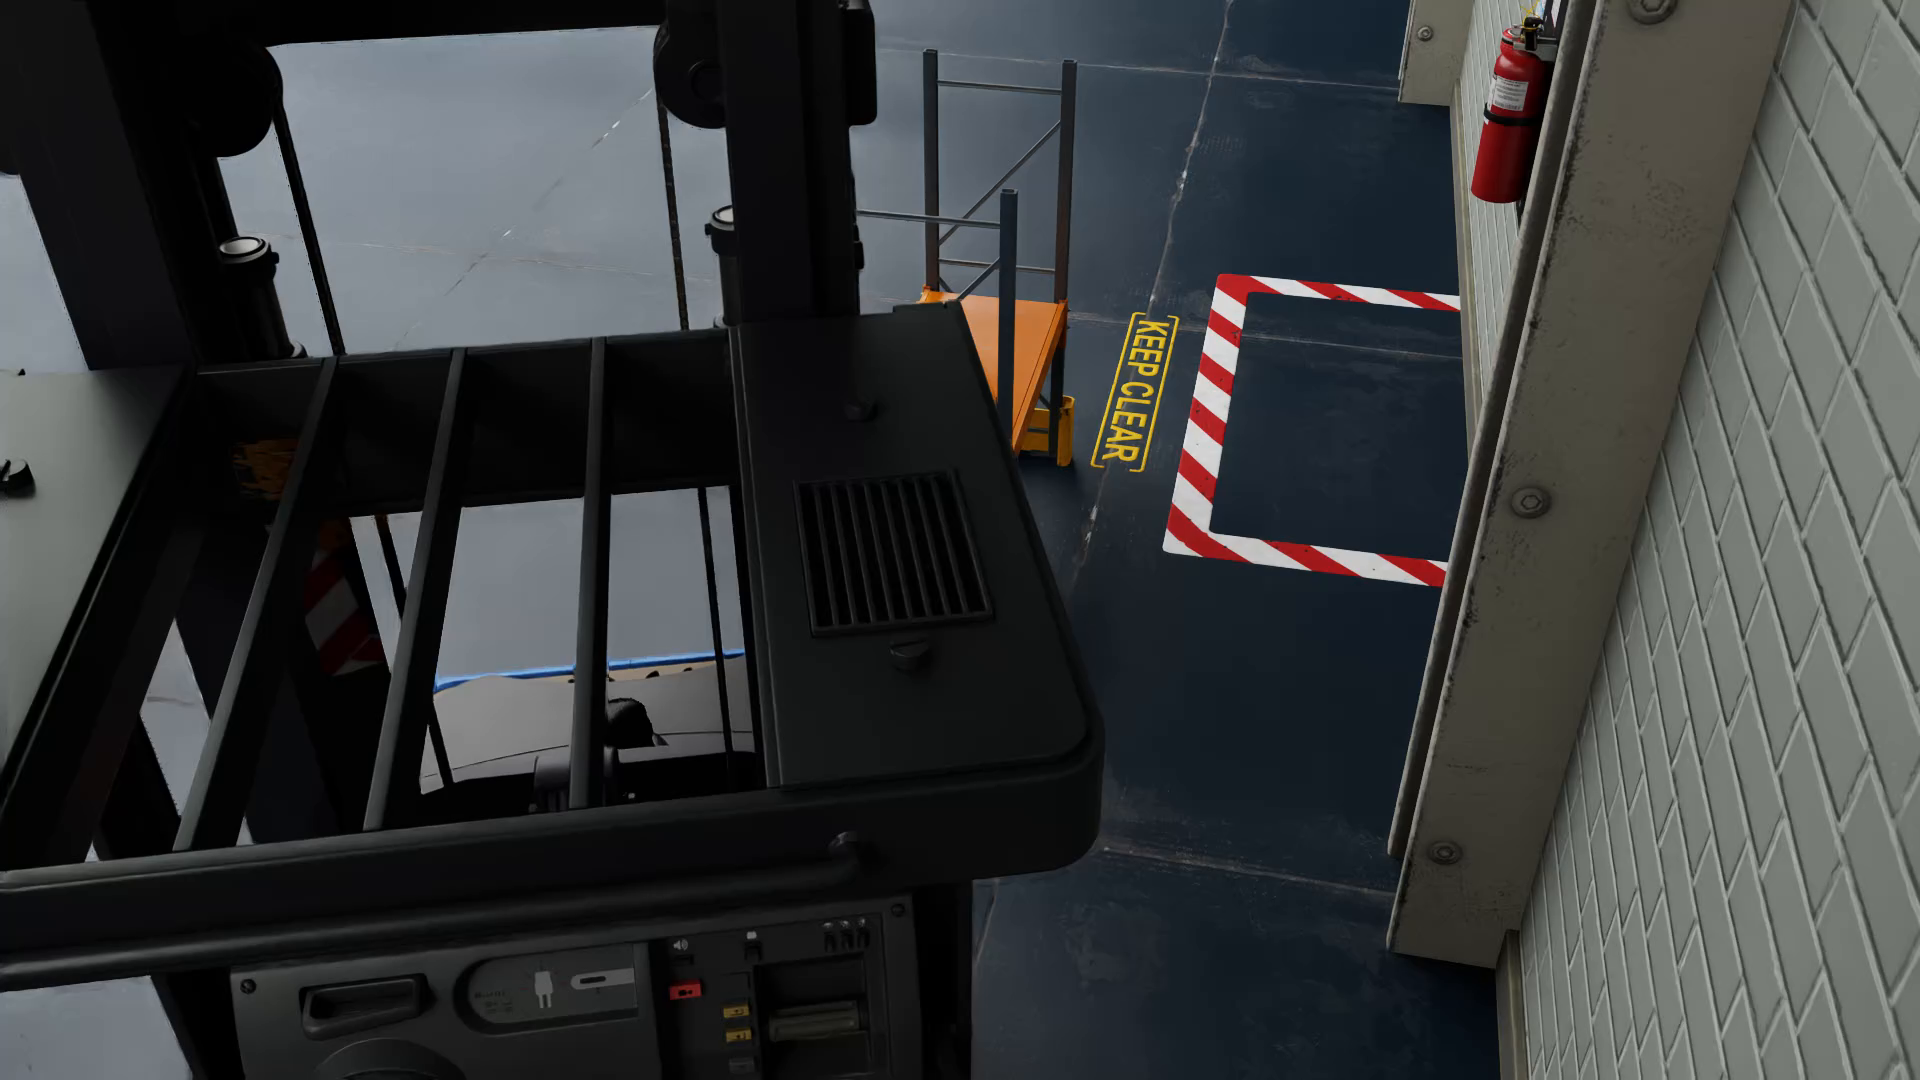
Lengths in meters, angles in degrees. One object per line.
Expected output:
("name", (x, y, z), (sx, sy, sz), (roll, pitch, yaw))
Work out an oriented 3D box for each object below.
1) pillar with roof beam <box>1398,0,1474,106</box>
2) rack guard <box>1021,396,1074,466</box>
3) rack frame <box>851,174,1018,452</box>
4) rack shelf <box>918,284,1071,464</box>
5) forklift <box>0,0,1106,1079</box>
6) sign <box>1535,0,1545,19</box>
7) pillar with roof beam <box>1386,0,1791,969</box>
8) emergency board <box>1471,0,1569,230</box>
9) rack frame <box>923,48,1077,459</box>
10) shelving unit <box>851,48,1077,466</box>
("pillar with roof beam", (-1.630, -6.658, 7.269), (9.100, 9.000, 0.400), (7, 37, 10))
("rack guard", (0.123, -0.430, 6.131), (0.587, 0.250, 0.087), (7, 37, 10))
("rack frame", (-0.090, -0.365, 4.975), (0.500, 1.500, 0.032), (7, 37, 10))
("rack shelf", (0.018, -0.511, 5.483), (0.538, 0.185, 1.000), (7, 37, 10))
("forklift", (-0.486, 0.785, 2.170), (1.130, 2.935, 3.031), (-5, 36, -7))
("sign", (2.078, -1.980, 5.896), (0.001, 0.329, 0.234), (7, 37, 10))
("pillar with roof beam", (-2.912, -3.219, 2.523), (9.100, 9.000, 0.400), (7, 37, 10))
("emergency board", (1.859, -1.662, 5.487), (0.194, 1.169, 0.643), (7, 37, 10))
("rack frame", (0.127, -0.948, 5.779), (0.500, 1.500, 0.032), (7, 37, 10))
("shelving unit", (0.016, -0.651, 5.370), (0.587, 1.500, 1.083), (7, 37, 10))
